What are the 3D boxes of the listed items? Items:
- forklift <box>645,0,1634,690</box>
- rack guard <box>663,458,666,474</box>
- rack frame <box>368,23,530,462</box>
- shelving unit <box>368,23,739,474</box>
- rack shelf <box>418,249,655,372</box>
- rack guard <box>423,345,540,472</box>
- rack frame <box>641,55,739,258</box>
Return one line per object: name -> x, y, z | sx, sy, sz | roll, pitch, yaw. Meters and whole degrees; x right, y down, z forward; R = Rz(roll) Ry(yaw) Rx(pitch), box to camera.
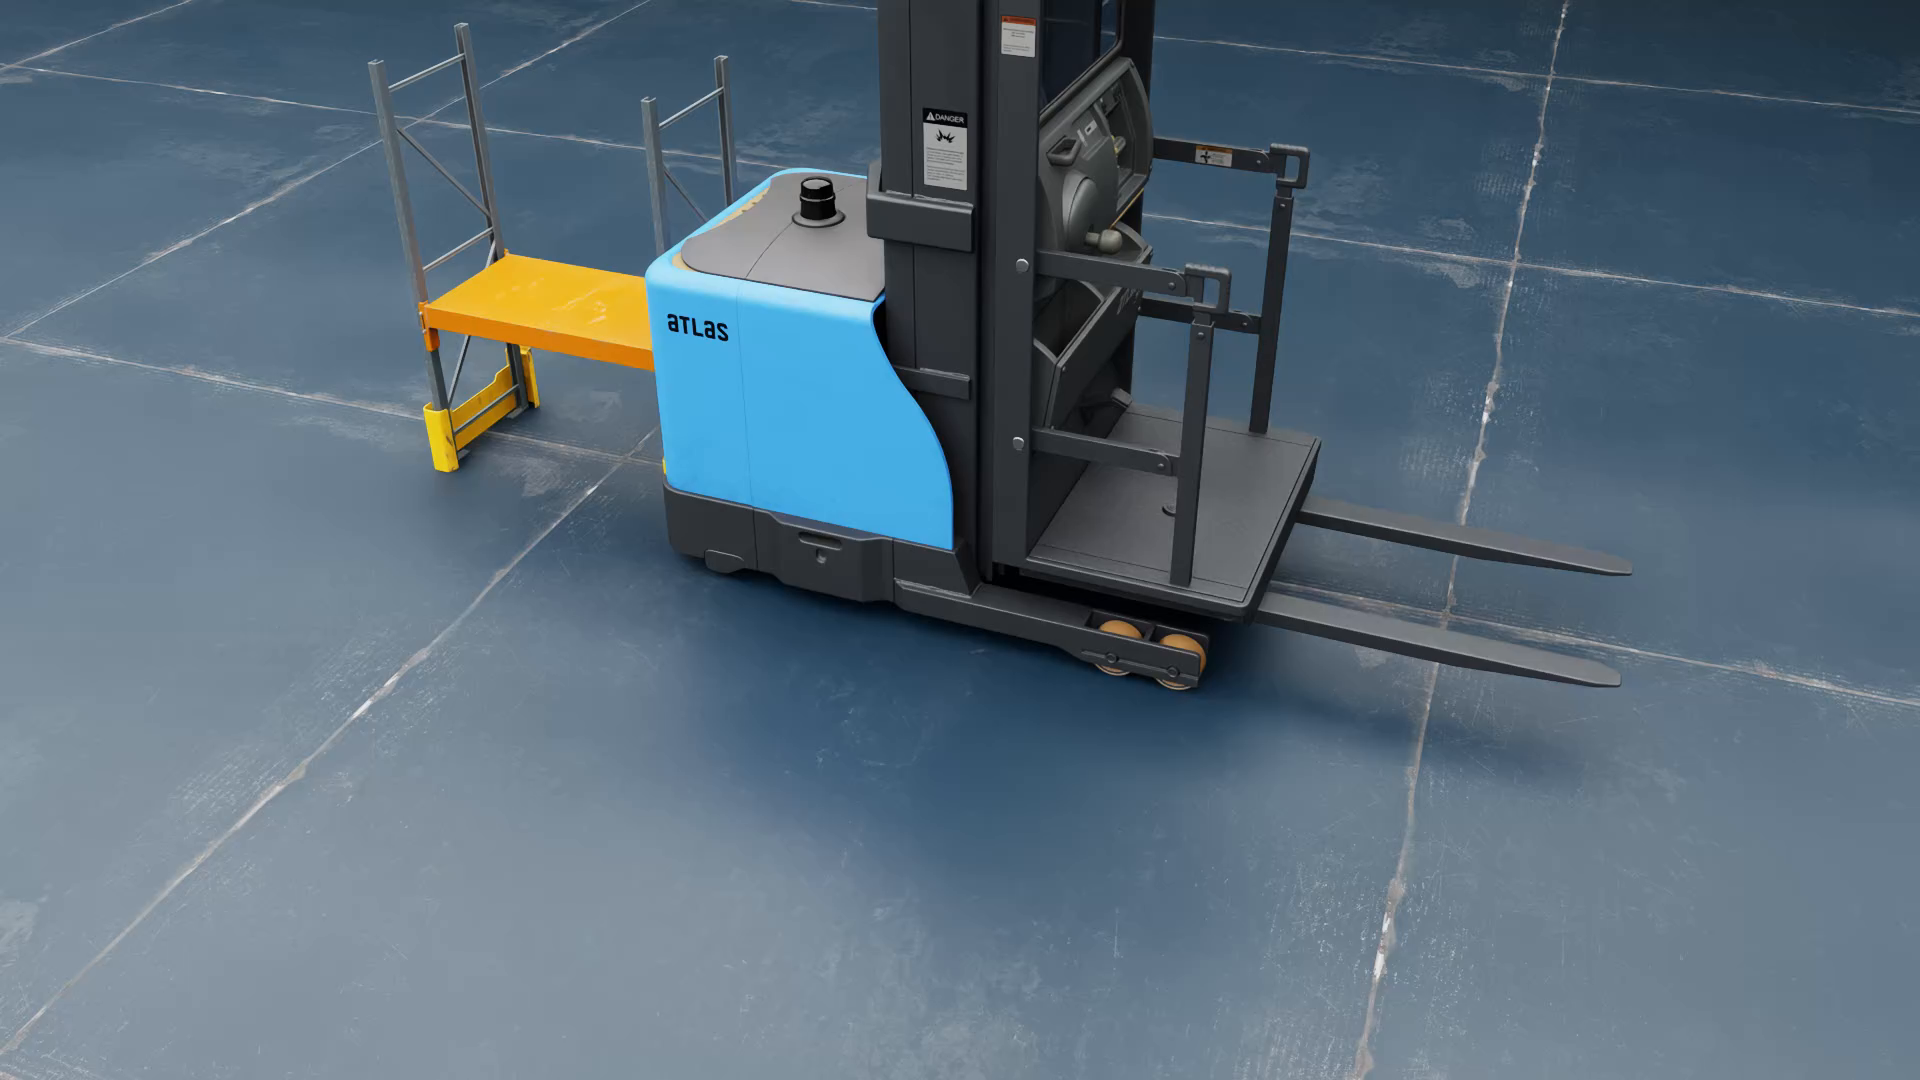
forklift -> 0.585, -1.104, 4.758 | 3.031, 2.935, 1.130 | 12, 35, 18
rack guard -> -0.881, -0.306, 5.993 | 0.087, 0.250, 0.587 | 12, 35, 18
rack frame -> -1.806, -1.033, 5.967 | 0.032, 1.500, 0.500 | 12, 35, 18
shelving unit -> -1.343, -0.932, 5.810 | 1.083, 1.500, 0.587 | 12, 35, 18
rack shelf -> -1.335, -0.779, 5.905 | 1.000, 0.185, 0.538 | 12, 35, 18
rack guard -> -1.805, -0.508, 6.306 | 0.087, 0.250, 0.587 | 12, 35, 18
rack frame -> -0.863, -0.827, 5.648 | 0.032, 1.500, 0.500 | 12, 35, 18
